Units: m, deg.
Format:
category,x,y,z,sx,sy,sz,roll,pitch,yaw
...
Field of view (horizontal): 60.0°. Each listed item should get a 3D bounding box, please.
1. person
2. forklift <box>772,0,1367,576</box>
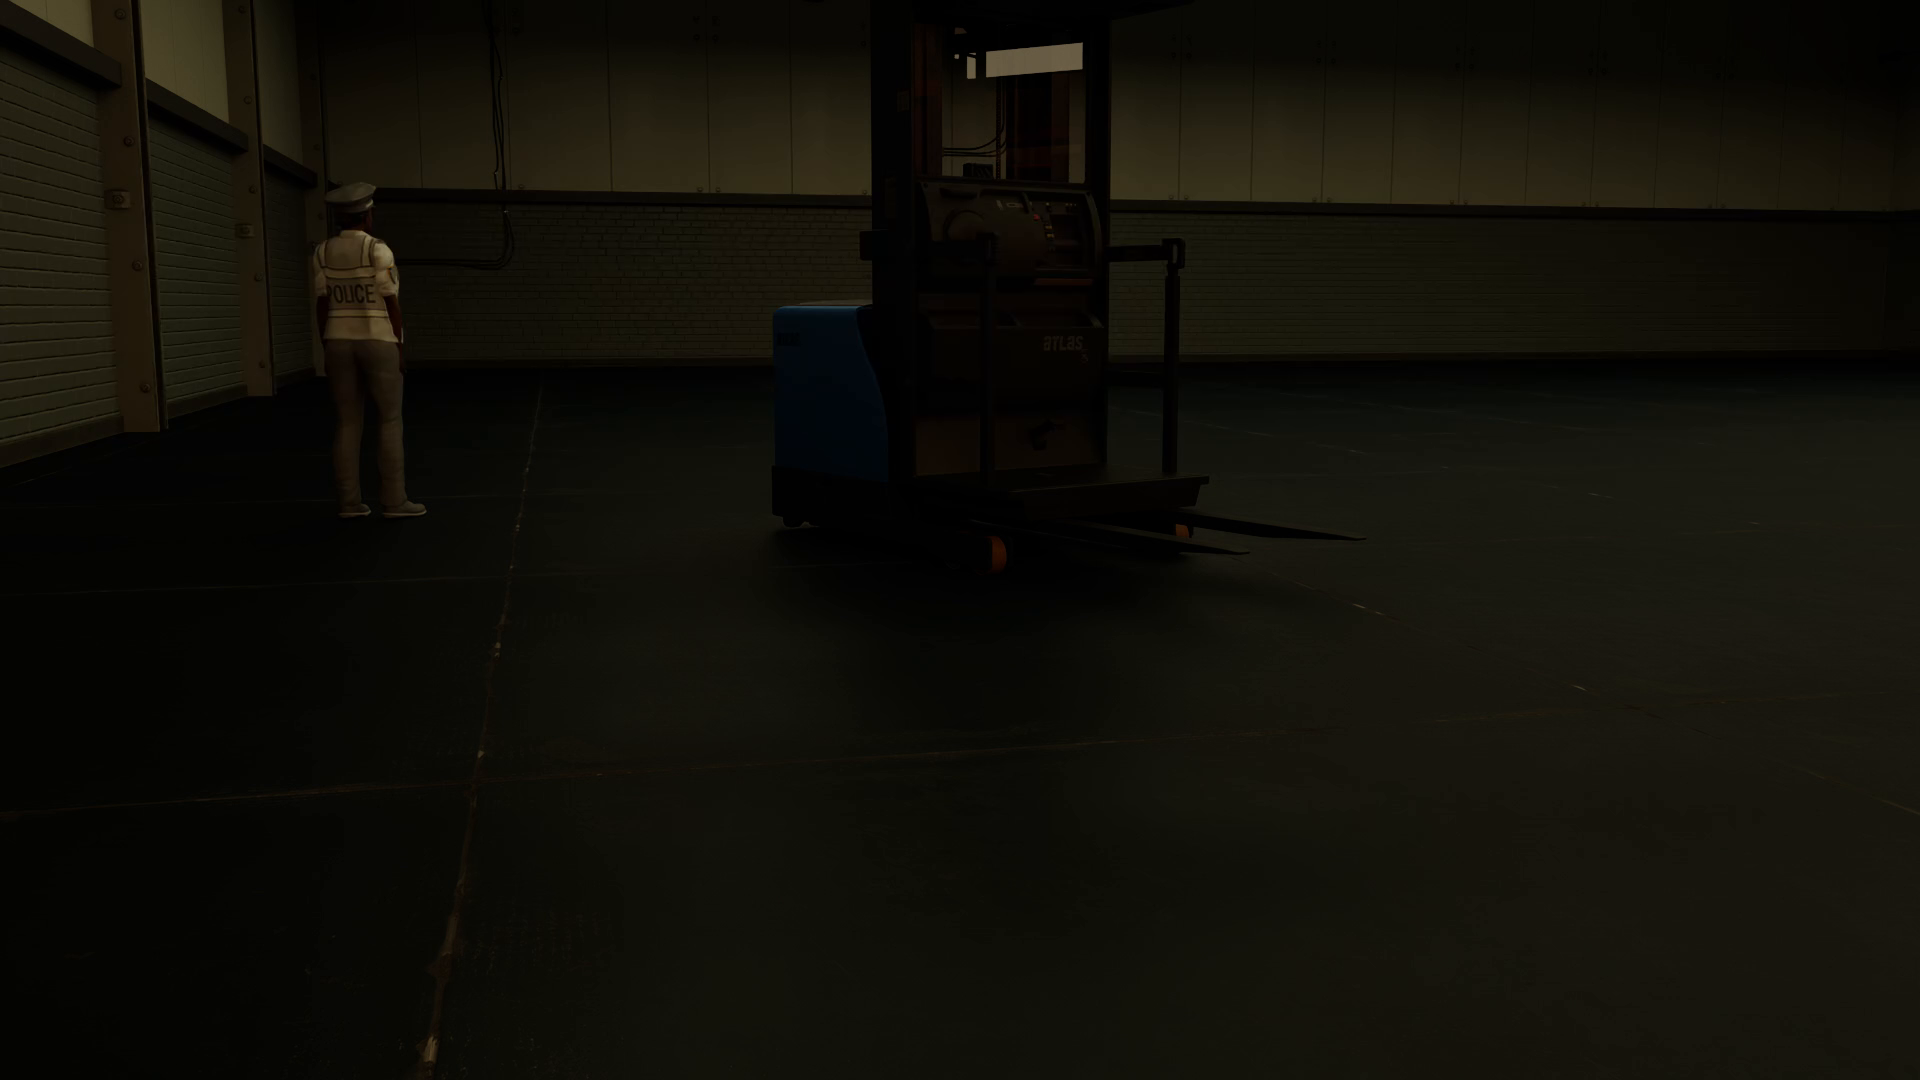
category,x,y,z,sx,sy,sz,roll,pitch,yaw
person,-3.004,-0.951,8.417,0.449,1.694,0.351,1,8,6
forklift,0.355,-1.383,7.015,1.130,2.935,3.031,-6,10,-35
